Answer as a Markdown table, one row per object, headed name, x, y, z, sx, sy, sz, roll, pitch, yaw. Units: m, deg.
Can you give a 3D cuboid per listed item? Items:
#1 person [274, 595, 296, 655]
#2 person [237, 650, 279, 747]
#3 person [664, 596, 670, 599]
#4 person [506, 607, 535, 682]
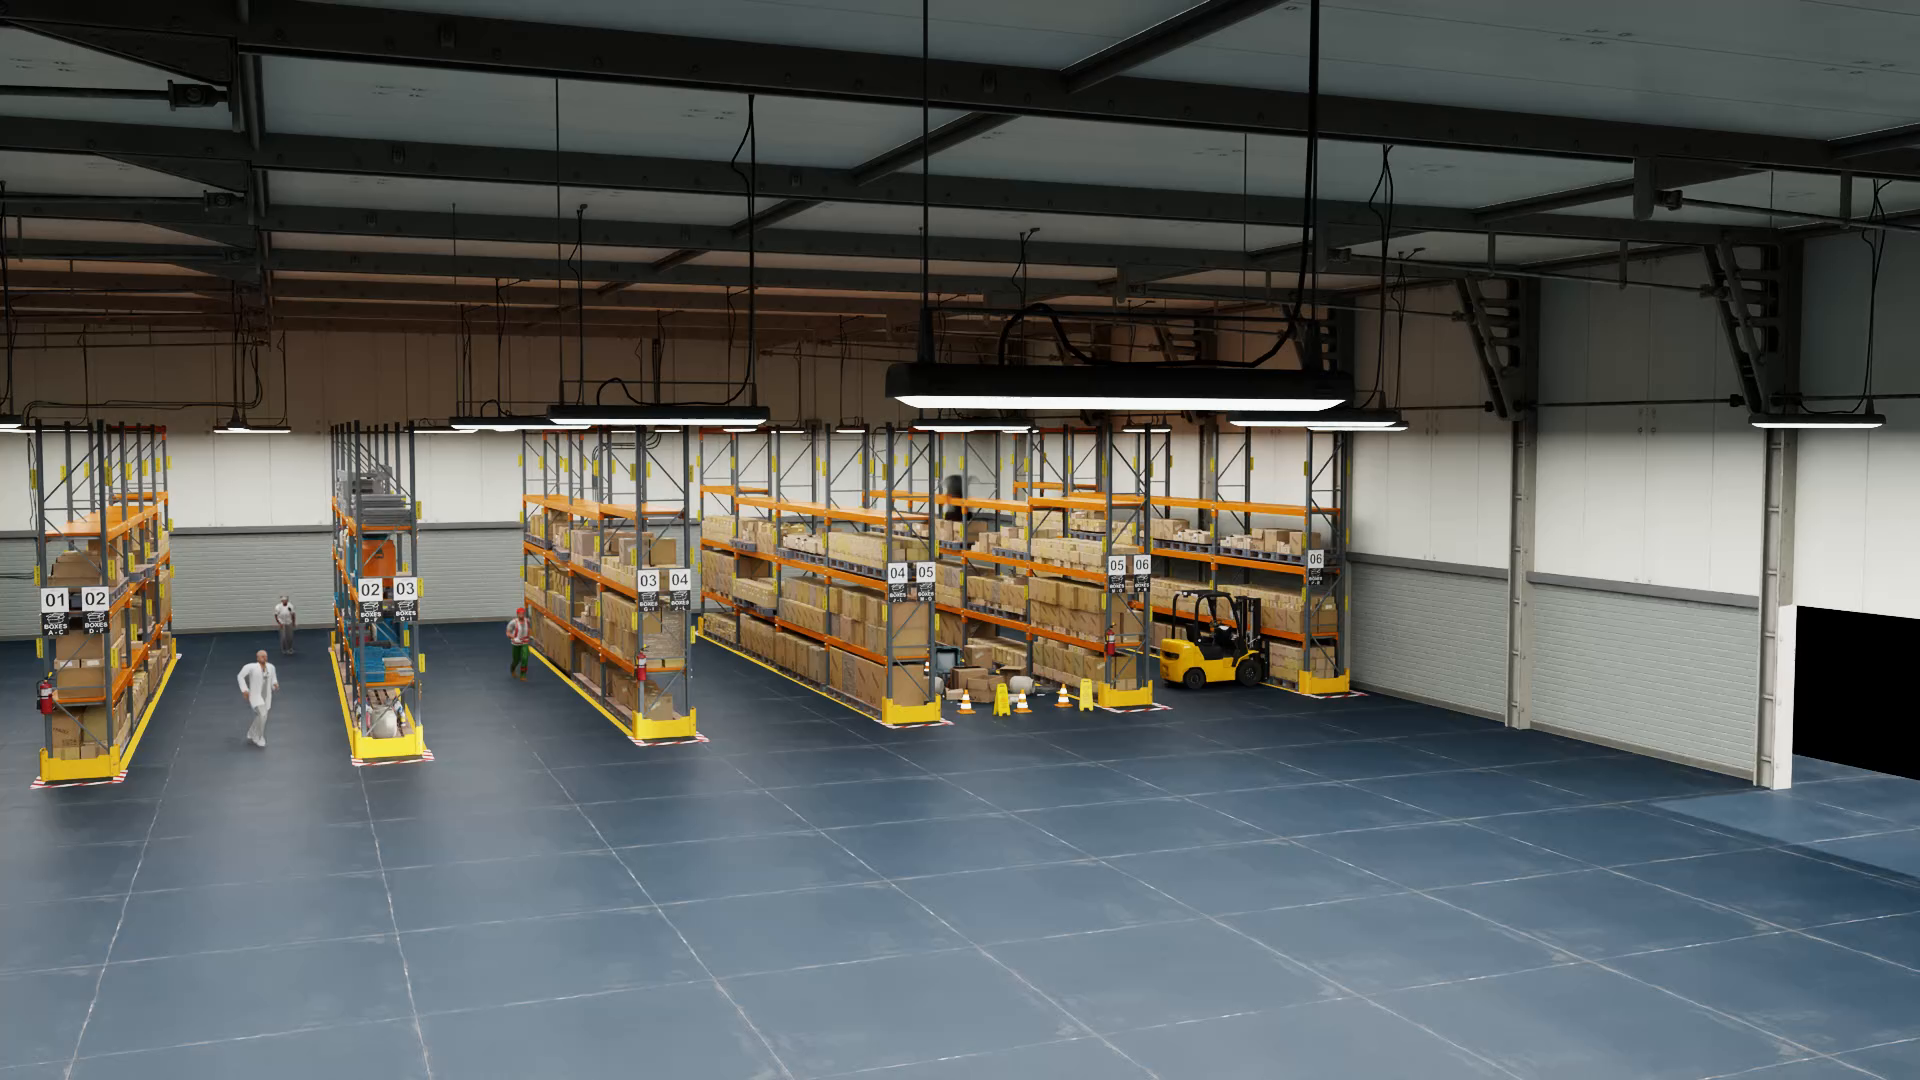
| name | x | y | z | sx | sy | sz | roll | pitch | yaw |
| --- | --- | --- | --- | --- | --- | --- | --- | --- | --- |
| person | -17.699 | 2.210 | 43.604 | 0.571 | 1.607 | 0.727 | -3 | 5 | -38 |
| person | -12.974 | 2.935 | 30.798 | 0.879 | 1.797 | 0.652 | 2 | 4 | 35 |
| person | -8.401 | 1.949 | 47.293 | 0.605 | 1.713 | 0.711 | -1 | 4 | -11 |
| person | -10.303 | 2.427 | 38.847 | 0.667 | 1.745 | 0.885 | -2 | 4 | -32 |
